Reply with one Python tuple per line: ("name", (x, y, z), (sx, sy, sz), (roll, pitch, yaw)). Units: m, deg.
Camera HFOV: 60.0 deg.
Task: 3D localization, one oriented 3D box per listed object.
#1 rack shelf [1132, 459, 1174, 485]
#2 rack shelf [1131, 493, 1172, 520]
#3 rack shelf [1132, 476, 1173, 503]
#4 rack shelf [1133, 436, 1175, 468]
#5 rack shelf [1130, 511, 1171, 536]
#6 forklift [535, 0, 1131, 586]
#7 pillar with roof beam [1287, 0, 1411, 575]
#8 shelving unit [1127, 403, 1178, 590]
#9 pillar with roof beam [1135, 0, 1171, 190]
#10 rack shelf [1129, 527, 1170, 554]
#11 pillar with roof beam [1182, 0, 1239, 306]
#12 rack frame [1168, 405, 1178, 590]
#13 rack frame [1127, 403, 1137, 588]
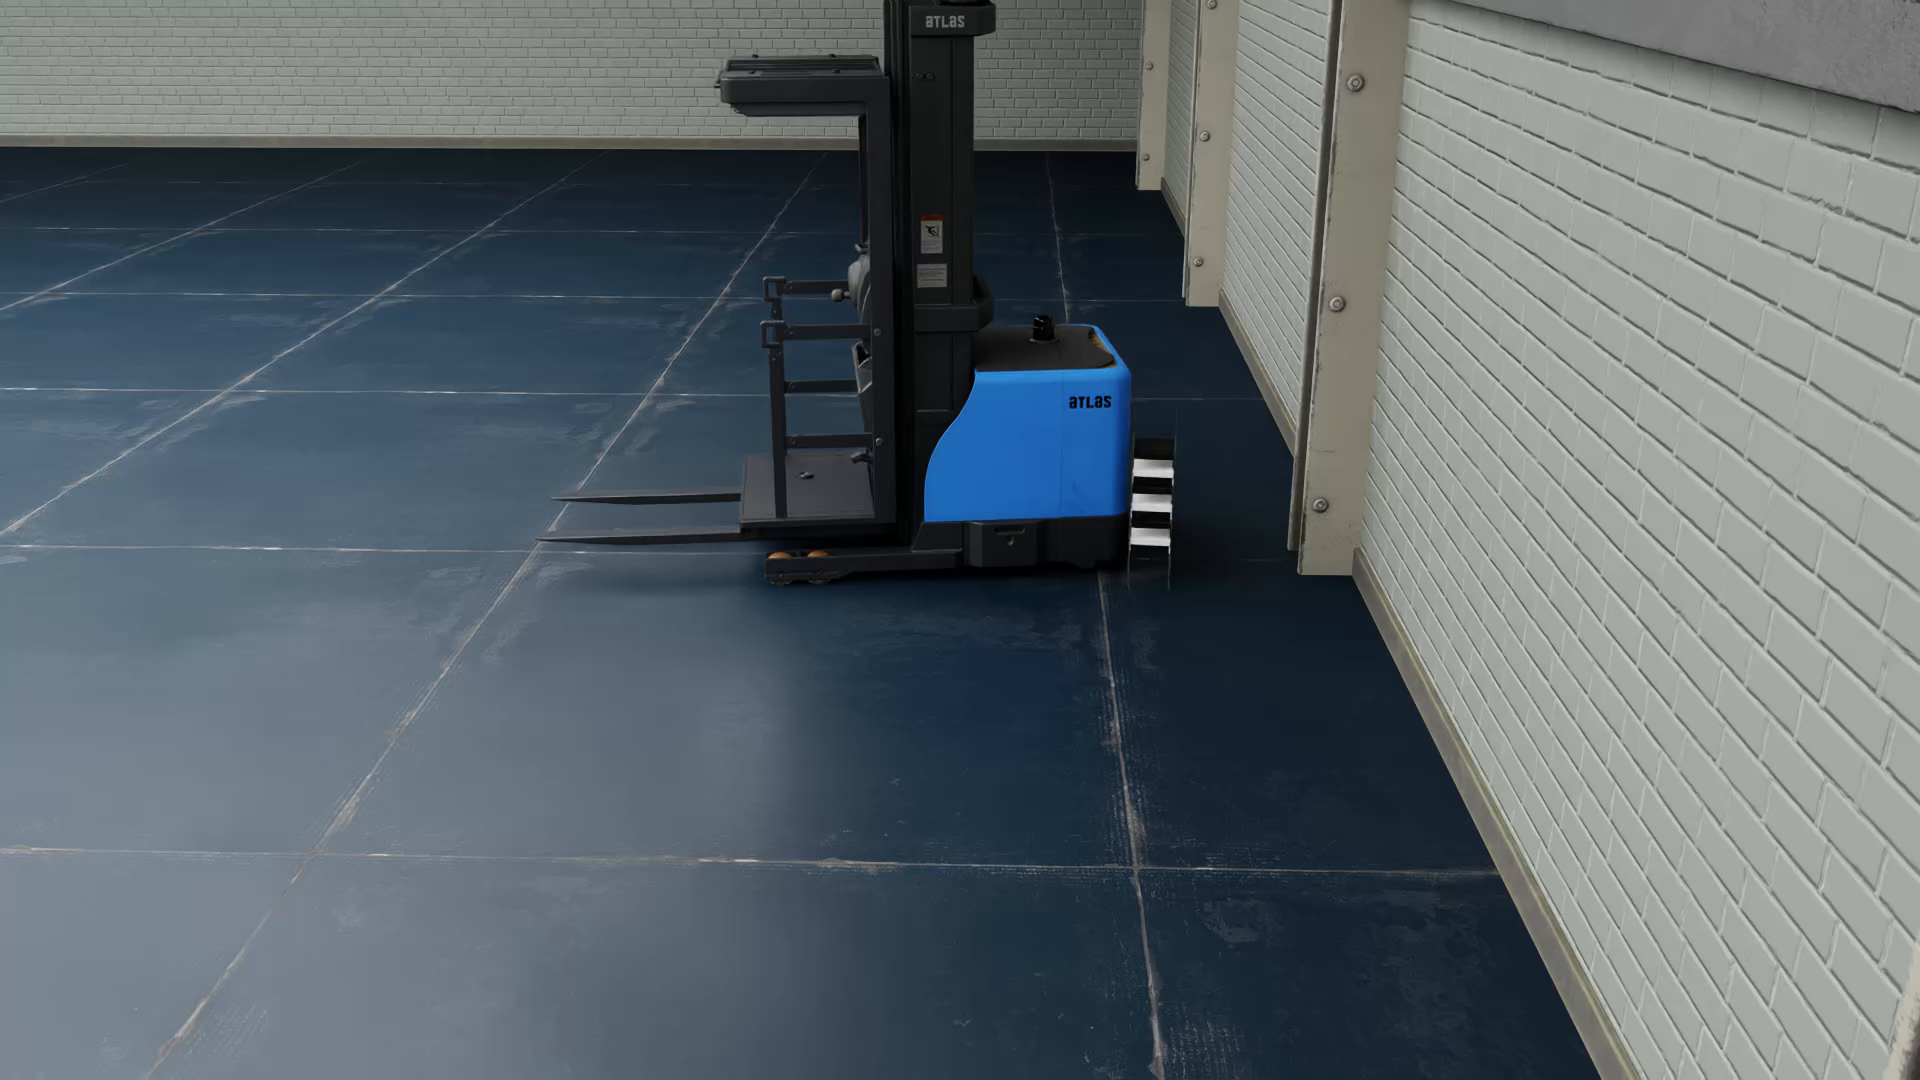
("rack shelf", (0.964, -0.353, 8.289), (0.200, 0.077, 0.258), (3, 21, 7))
("rack shelf", (0.964, -0.185, 8.354), (0.200, 0.077, 0.258), (3, 21, 7))
("rack shelf", (0.964, -0.269, 8.321), (0.200, 0.077, 0.258), (3, 21, 7))
("rack shelf", (0.964, -0.437, 8.256), (0.200, 0.077, 0.258), (3, 21, 7))
("rack shelf", (0.964, -0.101, 8.386), (0.200, 0.077, 0.258), (3, 21, 7))
("forklift", (-0.679, -1.335, 8.417), (3.031, 2.935, 1.130), (-2, 21, -5))
("pillar with roof beam", (-2.397, -4.134, 7.244), (9.100, 9.000, 0.400), (1, 21, 2))
("shelving unit", (0.964, -0.216, 8.342), (0.210, 0.900, 0.258), (3, 21, 7))
("pillar with roof beam", (-2.032, -8.473, 18.426), (9.100, 9.000, 0.400), (1, 21, 2))
("rack shelf", (0.964, -0.017, 8.419), (0.200, 0.077, 0.258), (3, 21, 7))
("pillar with roof beam", (-2.214, -6.304, 12.835), (9.100, 9.000, 0.400), (1, 21, 2))
("rack frame", (1.065, -0.211, 8.329), (0.006, 0.900, 0.240), (3, 21, 7))
("rack frame", (0.863, -0.221, 8.354), (0.006, 0.900, 0.240), (3, 21, 7))
